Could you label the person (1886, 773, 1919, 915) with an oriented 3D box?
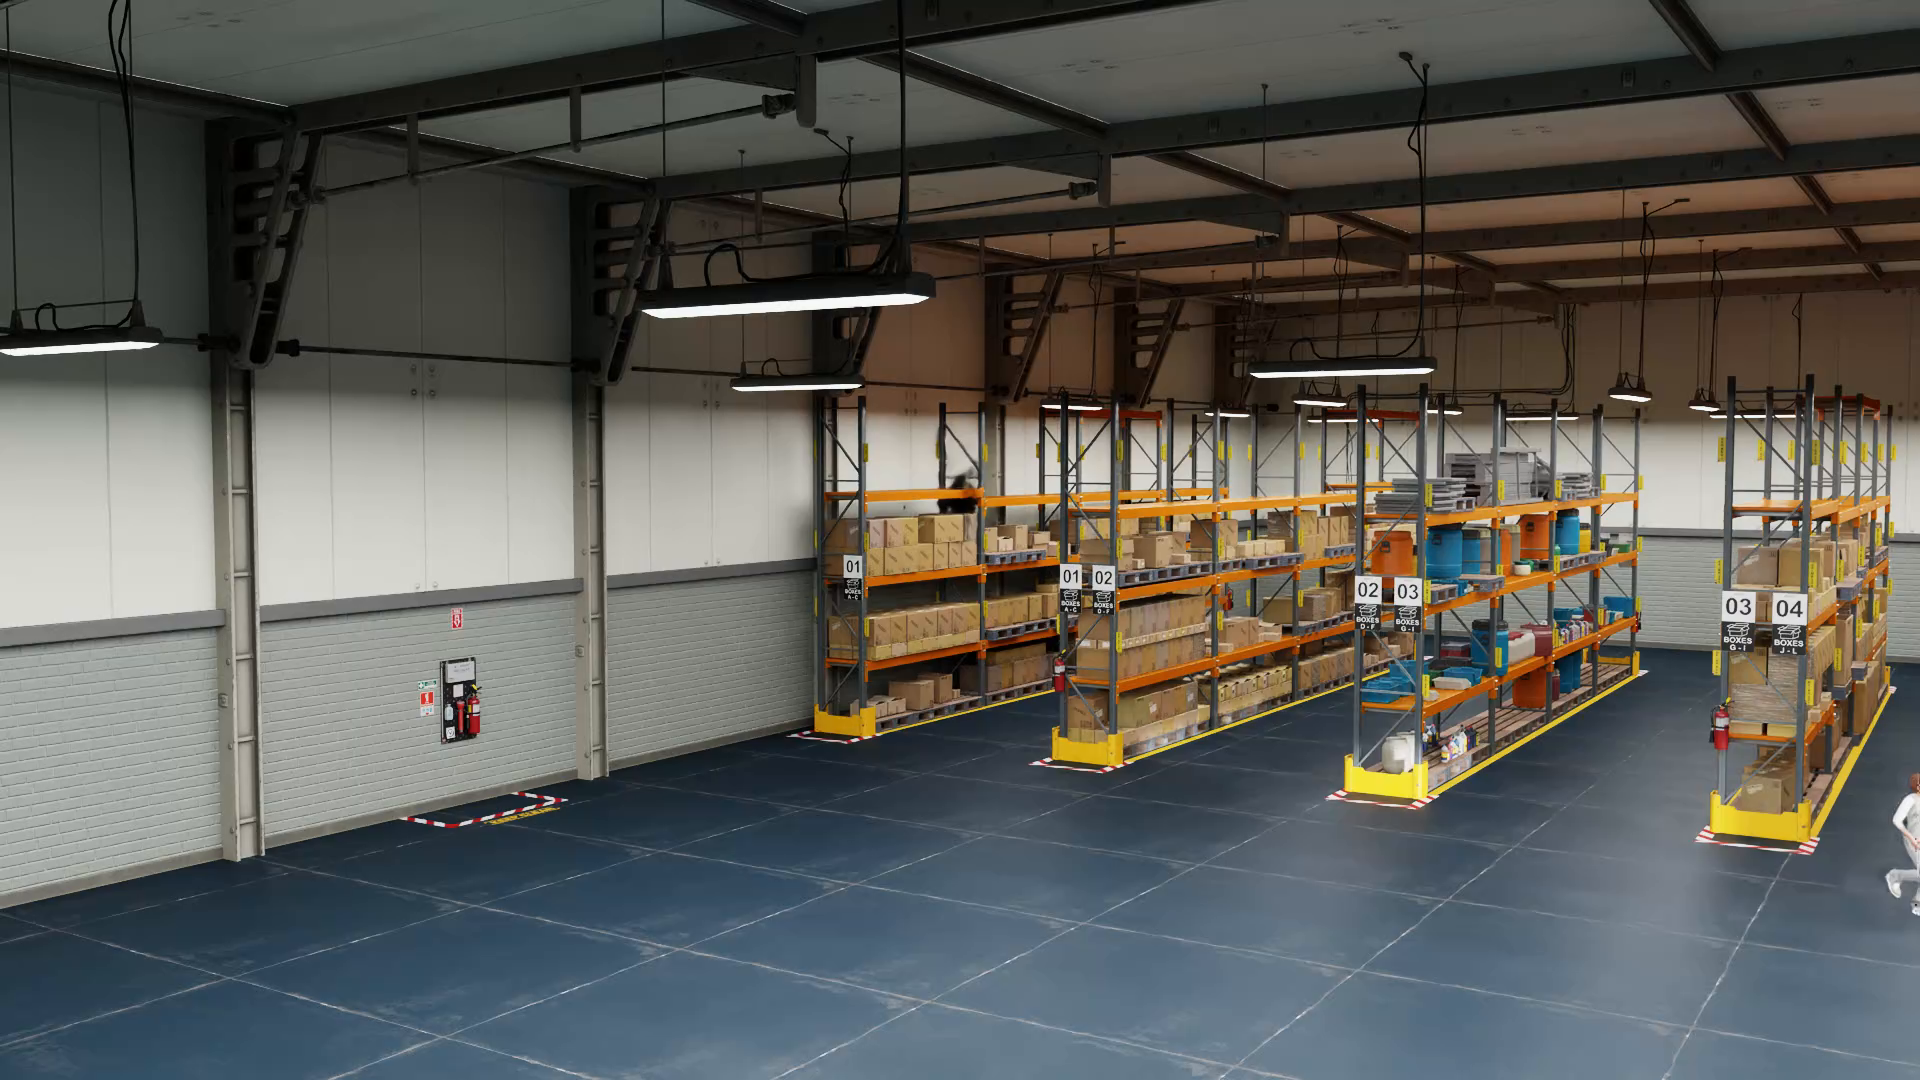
[{"bbox_3d":[10.367,3.290,18.027,0.547,1.557,0.552,-1,3,-19],"label":"person"}]
